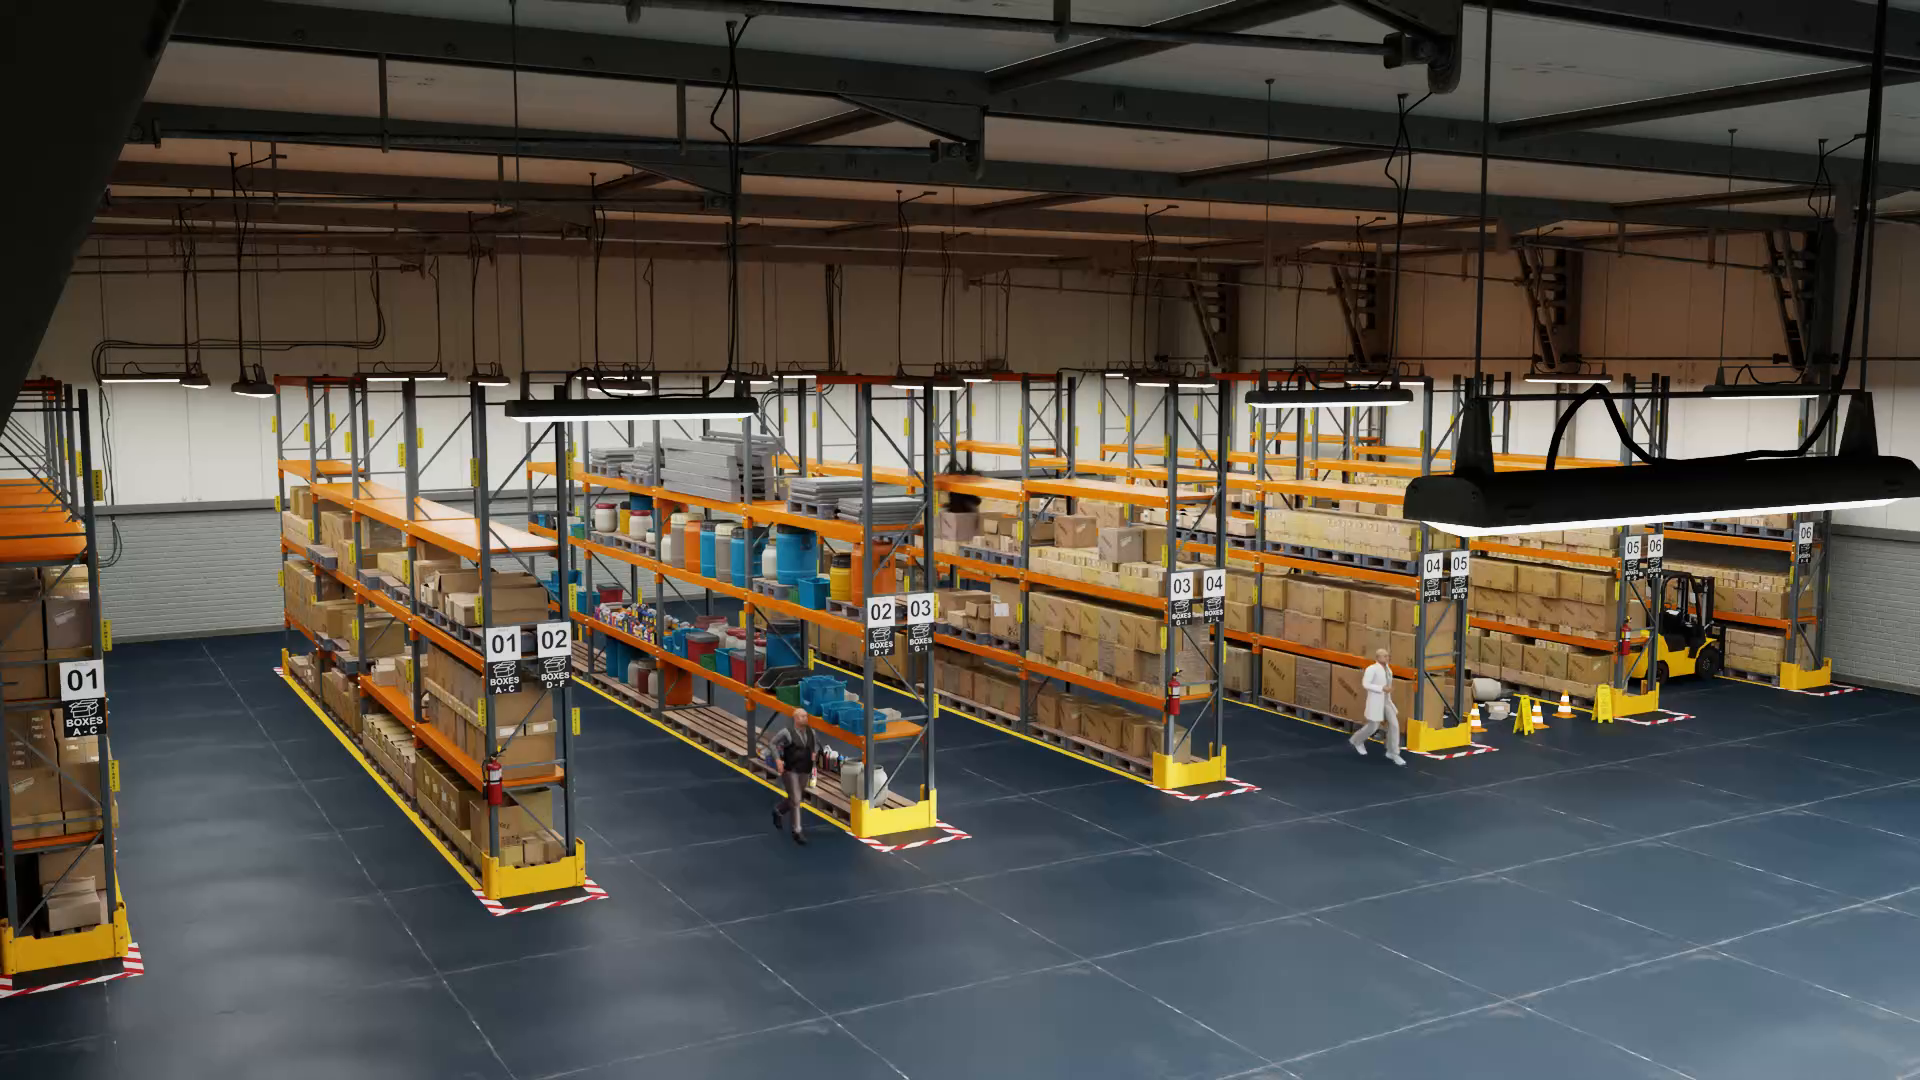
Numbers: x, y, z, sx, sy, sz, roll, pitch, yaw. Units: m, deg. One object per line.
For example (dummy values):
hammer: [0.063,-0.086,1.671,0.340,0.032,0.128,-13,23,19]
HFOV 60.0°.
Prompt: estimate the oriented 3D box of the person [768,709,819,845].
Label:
person: [-2.146,3.065,21.957,0.687,1.692,0.968,-5,8,-40]

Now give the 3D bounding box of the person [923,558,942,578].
person: [-0.743,0.916,42.028,0.711,1.611,0.583,-5,8,-39]

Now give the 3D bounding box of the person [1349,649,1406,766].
person: [6.574,2.589,26.181,0.741,1.799,1.020,-5,8,-36]
